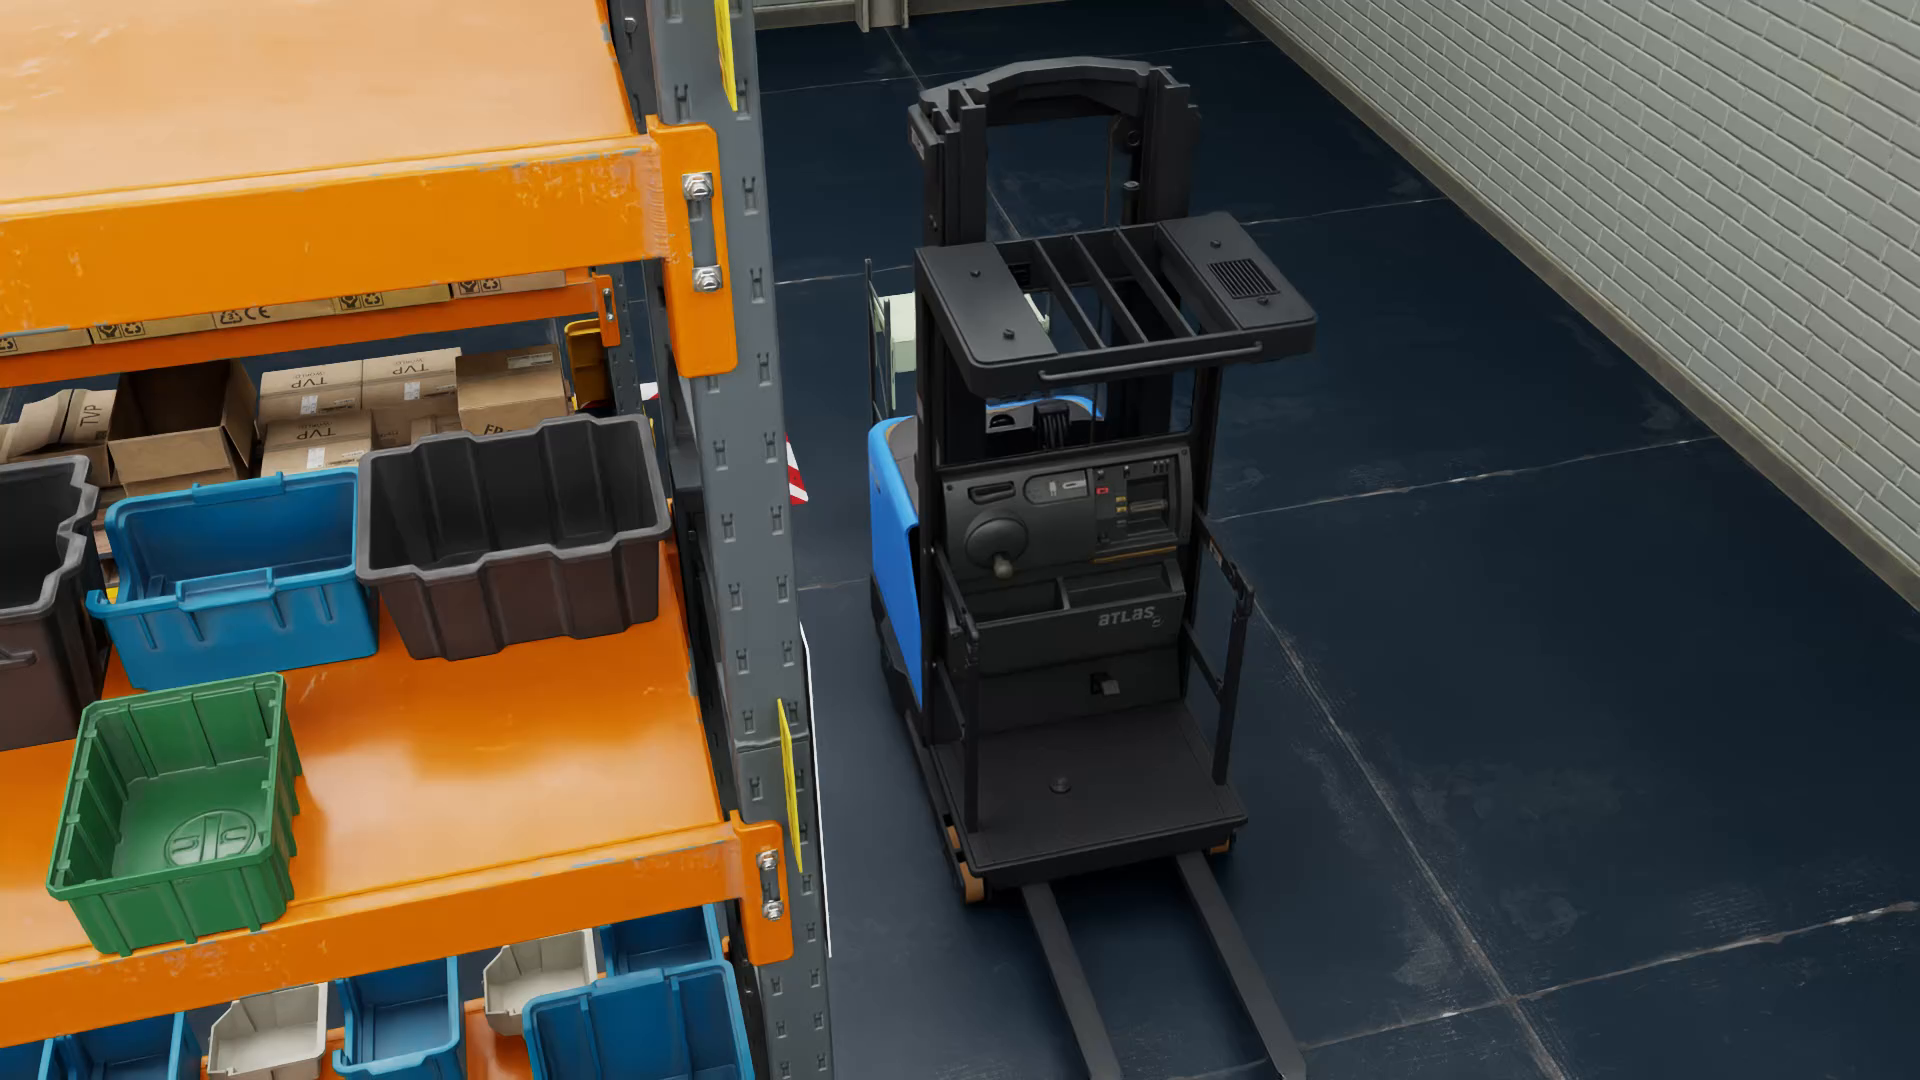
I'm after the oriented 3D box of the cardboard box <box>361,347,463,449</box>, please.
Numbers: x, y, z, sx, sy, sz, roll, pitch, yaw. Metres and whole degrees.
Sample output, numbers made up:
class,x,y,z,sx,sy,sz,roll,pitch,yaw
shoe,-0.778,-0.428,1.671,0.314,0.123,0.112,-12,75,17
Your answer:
class,x,y,z,sx,sy,sz,roll,pitch,yaw
cardboard box,-2.817,-0.739,8.628,0.500,0.250,0.500,-9,38,-12

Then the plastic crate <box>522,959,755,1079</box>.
class,x,y,z,sx,sy,sz,roll,pitch,yaw
plastic crate,-0.722,1.375,3.884,0.499,0.435,0.616,-9,38,-12

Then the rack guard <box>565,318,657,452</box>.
class,x,y,z,sx,sy,sz,roll,pitch,yaw
rack guard,-1.809,-0.651,8.668,0.348,0.500,1.175,-9,38,-12

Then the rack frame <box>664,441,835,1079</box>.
class,x,y,z,sx,sy,sz,roll,pitch,yaw
rack frame,-0.448,1.251,4.126,0.127,3.000,1.000,-9,38,-12

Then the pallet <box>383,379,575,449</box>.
class,x,y,z,sx,sy,sz,roll,pitch,yaw
pallet,-2.578,-0.409,8.590,1.213,0.211,1.003,-9,38,-12

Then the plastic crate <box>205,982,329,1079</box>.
class,x,y,z,sx,sy,sz,roll,pitch,yaw
plastic crate,-1.758,1.287,4.245,0.298,0.136,0.250,-9,38,-12

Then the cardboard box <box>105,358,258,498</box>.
class,x,y,z,sx,sy,sz,roll,pitch,yaw
cardboard box,-3.785,-0.506,8.114,0.637,0.503,0.797,-9,38,-12

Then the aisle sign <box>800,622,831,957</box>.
class,x,y,z,sx,sy,sz,roll,pitch,yaw
aisle sign,-0.302,0.379,3.126,0.004,0.787,0.394,-9,38,-12

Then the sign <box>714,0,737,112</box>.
class,x,y,z,sx,sy,sz,roll,pitch,yaw
sign,-0.289,-0.684,1.983,0.005,0.325,0.100,-9,38,-12

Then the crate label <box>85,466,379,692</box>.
class,x,y,z,sx,sy,sz,roll,pitch,yaw
crate label,-1.423,0.075,3.316,0.502,0.251,0.408,-9,38,-12

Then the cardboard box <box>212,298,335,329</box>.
class,x,y,z,sx,sy,sz,roll,pitch,yaw
cardboard box,-3.080,-1.304,7.384,0.500,0.500,0.500,-9,38,-12

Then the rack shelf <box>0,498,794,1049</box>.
class,x,y,z,sx,sy,sz,roll,pitch,yaw
rack shelf,-2.379,0.662,3.019,4.000,0.370,1.077,-9,38,-12

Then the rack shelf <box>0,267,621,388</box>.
class,x,y,z,sx,sy,sz,roll,pitch,yaw
rack shelf,-3.666,-1.053,7.729,4.000,0.370,1.077,-9,38,-12

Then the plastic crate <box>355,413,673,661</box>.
class,x,y,z,sx,sy,sz,roll,pitch,yaw
plastic crate,-0.892,0.009,3.388,0.590,0.269,0.497,-9,38,-12

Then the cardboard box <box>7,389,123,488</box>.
class,x,y,z,sx,sy,sz,roll,pitch,yaw
cardboard box,-4.397,-0.504,8.270,0.500,0.311,0.500,-9,38,-12

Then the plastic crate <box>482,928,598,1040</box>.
class,x,y,z,sx,sy,sz,roll,pitch,yaw
plastic crate,-1.103,1.180,4.386,0.298,0.136,0.250,-9,38,-12

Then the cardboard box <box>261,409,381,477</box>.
class,x,y,z,sx,sy,sz,roll,pitch,yaw
cardboard box,-3.121,-0.375,8.151,0.500,0.250,0.500,-9,38,-12

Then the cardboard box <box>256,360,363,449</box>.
class,x,y,z,sx,sy,sz,roll,pitch,yaw
cardboard box,-3.300,-0.660,8.524,0.500,0.250,0.500,-9,38,-12

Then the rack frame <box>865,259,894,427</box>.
class,x,y,z,sx,sy,sz,roll,pitch,yaw
rack frame,-0.360,-0.537,7.697,0.023,1.500,0.400,-9,38,-12

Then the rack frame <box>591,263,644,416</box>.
class,x,y,z,sx,sy,sz,roll,pitch,yaw
rack frame,-1.736,-1.655,7.925,0.127,3.000,1.000,-9,38,-12

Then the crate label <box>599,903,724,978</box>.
class,x,y,z,sx,sy,sz,roll,pitch,yaw
crate label,-0.772,1.139,4.360,0.303,0.233,0.416,-9,38,-12

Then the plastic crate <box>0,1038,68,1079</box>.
class,x,y,z,sx,sy,sz,roll,pitch,yaw
plastic crate,-2.333,1.395,4.025,0.300,0.233,0.416,-9,38,-12

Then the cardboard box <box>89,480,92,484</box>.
class,x,y,z,sx,sy,sz,roll,pitch,yaw
cardboard box,-4.303,-0.154,7.931,0.250,0.166,0.380,-9,38,-12

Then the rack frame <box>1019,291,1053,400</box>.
class,x,y,z,sx,sy,sz,roll,pitch,yaw
rack frame,0.347,-0.653,7.848,0.023,1.500,0.400,-9,38,-12

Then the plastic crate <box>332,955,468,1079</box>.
class,x,y,z,sx,sy,sz,roll,pitch,yaw
plastic crate,-1.408,1.244,4.223,0.300,0.233,0.416,-9,38,-12

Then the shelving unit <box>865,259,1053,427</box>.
class,x,y,z,sx,sy,sz,roll,pitch,yaw
shelving unit,-0.006,-0.595,7.772,0.755,1.500,0.431,-9,38,-12

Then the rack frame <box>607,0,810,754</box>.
class,x,y,z,sx,sy,sz,roll,pitch,yaw
rack frame,-0.448,-1.132,2.303,0.127,3.000,1.000,-9,38,-12

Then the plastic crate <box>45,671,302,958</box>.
class,x,y,z,sx,sy,sz,roll,pitch,yaw
plastic crate,-1.326,0.467,2.855,0.336,0.188,0.450,-9,38,-12

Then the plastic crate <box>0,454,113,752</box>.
class,x,y,z,sx,sy,sz,roll,pitch,yaw
plastic crate,-1.994,0.165,3.128,0.767,0.338,0.504,-9,38,-12

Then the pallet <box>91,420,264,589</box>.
class,x,y,z,sx,sy,sz,roll,pitch,yaw
pallet,-3.754,-0.218,8.341,1.213,0.211,1.003,-9,38,-12

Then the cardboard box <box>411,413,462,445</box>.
class,x,y,z,sx,sy,sz,roll,pitch,yaw
cardboard box,-2.611,-0.463,8.335,0.250,0.166,0.380,-9,38,-12

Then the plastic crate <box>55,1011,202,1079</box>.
class,x,y,z,sx,sy,sz,roll,pitch,yaw
plastic crate,-2.043,1.348,4.087,0.300,0.233,0.416,-9,38,-12

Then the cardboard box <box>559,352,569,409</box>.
class,x,y,z,sx,sy,sz,roll,pitch,yaw
cardboard box,-2.229,-0.833,8.834,0.250,0.149,0.380,-9,38,-12

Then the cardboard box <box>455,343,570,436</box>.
class,x,y,z,sx,sy,sz,roll,pitch,yaw
cardboard box,-2.196,-0.607,8.249,0.500,0.500,0.500,-9,38,-12

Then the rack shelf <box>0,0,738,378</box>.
class,x,y,z,sx,sy,sz,roll,pitch,yaw
rack shelf,-2.379,-0.371,2.229,4.000,0.370,1.077,-9,38,-12

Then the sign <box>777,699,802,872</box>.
class,x,y,z,sx,sy,sz,roll,pitch,yaw
sign,-0.289,0.421,2.828,0.005,0.325,0.100,-9,38,-12

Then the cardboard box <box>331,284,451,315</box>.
class,x,y,z,sx,sy,sz,roll,pitch,yaw
cardboard box,-2.597,-1.380,7.483,0.500,0.500,0.500,-9,38,-12

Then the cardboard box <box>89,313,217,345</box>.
class,x,y,z,sx,sy,sz,roll,pitch,yaw
cardboard box,-3.567,-1.225,7.279,0.500,0.500,0.500,-10,39,-13

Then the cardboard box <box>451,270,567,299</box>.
class,x,y,z,sx,sy,sz,roll,pitch,yaw
cardboard box,-2.097,-1.465,7.593,0.500,0.500,0.500,-8,38,-11

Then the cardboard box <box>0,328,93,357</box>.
class,x,y,z,sx,sy,sz,roll,pitch,yaw
cardboard box,-4.057,-1.143,7.173,0.500,0.500,0.500,-10,38,-12

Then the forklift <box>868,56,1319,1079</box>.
class,x,y,z,sx,sy,sz,roll,pitch,yaw
forklift,0.452,-0.030,5.856,1.130,2.935,3.031,-9,38,-11

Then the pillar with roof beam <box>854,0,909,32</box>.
class,x,y,z,sx,sy,sz,roll,pitch,yaw
pillar with roof beam,0.473,-5.353,7.821,0.400,9.000,9.100,-9,38,-12

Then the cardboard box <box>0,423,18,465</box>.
class,x,y,z,sx,sy,sz,roll,pitch,yaw
cardboard box,-4.775,-0.415,8.288,0.250,0.149,0.380,-9,38,-12

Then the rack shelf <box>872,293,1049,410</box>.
class,x,y,z,sx,sy,sz,roll,pitch,yaw
rack shelf,-0.006,-0.905,7.535,0.720,0.370,0.431,-9,38,-12

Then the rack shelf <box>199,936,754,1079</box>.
class,x,y,z,sx,sy,sz,roll,pitch,yaw
rack shelf,-2.379,1.853,3.930,4.000,0.370,1.077,-9,38,-12
